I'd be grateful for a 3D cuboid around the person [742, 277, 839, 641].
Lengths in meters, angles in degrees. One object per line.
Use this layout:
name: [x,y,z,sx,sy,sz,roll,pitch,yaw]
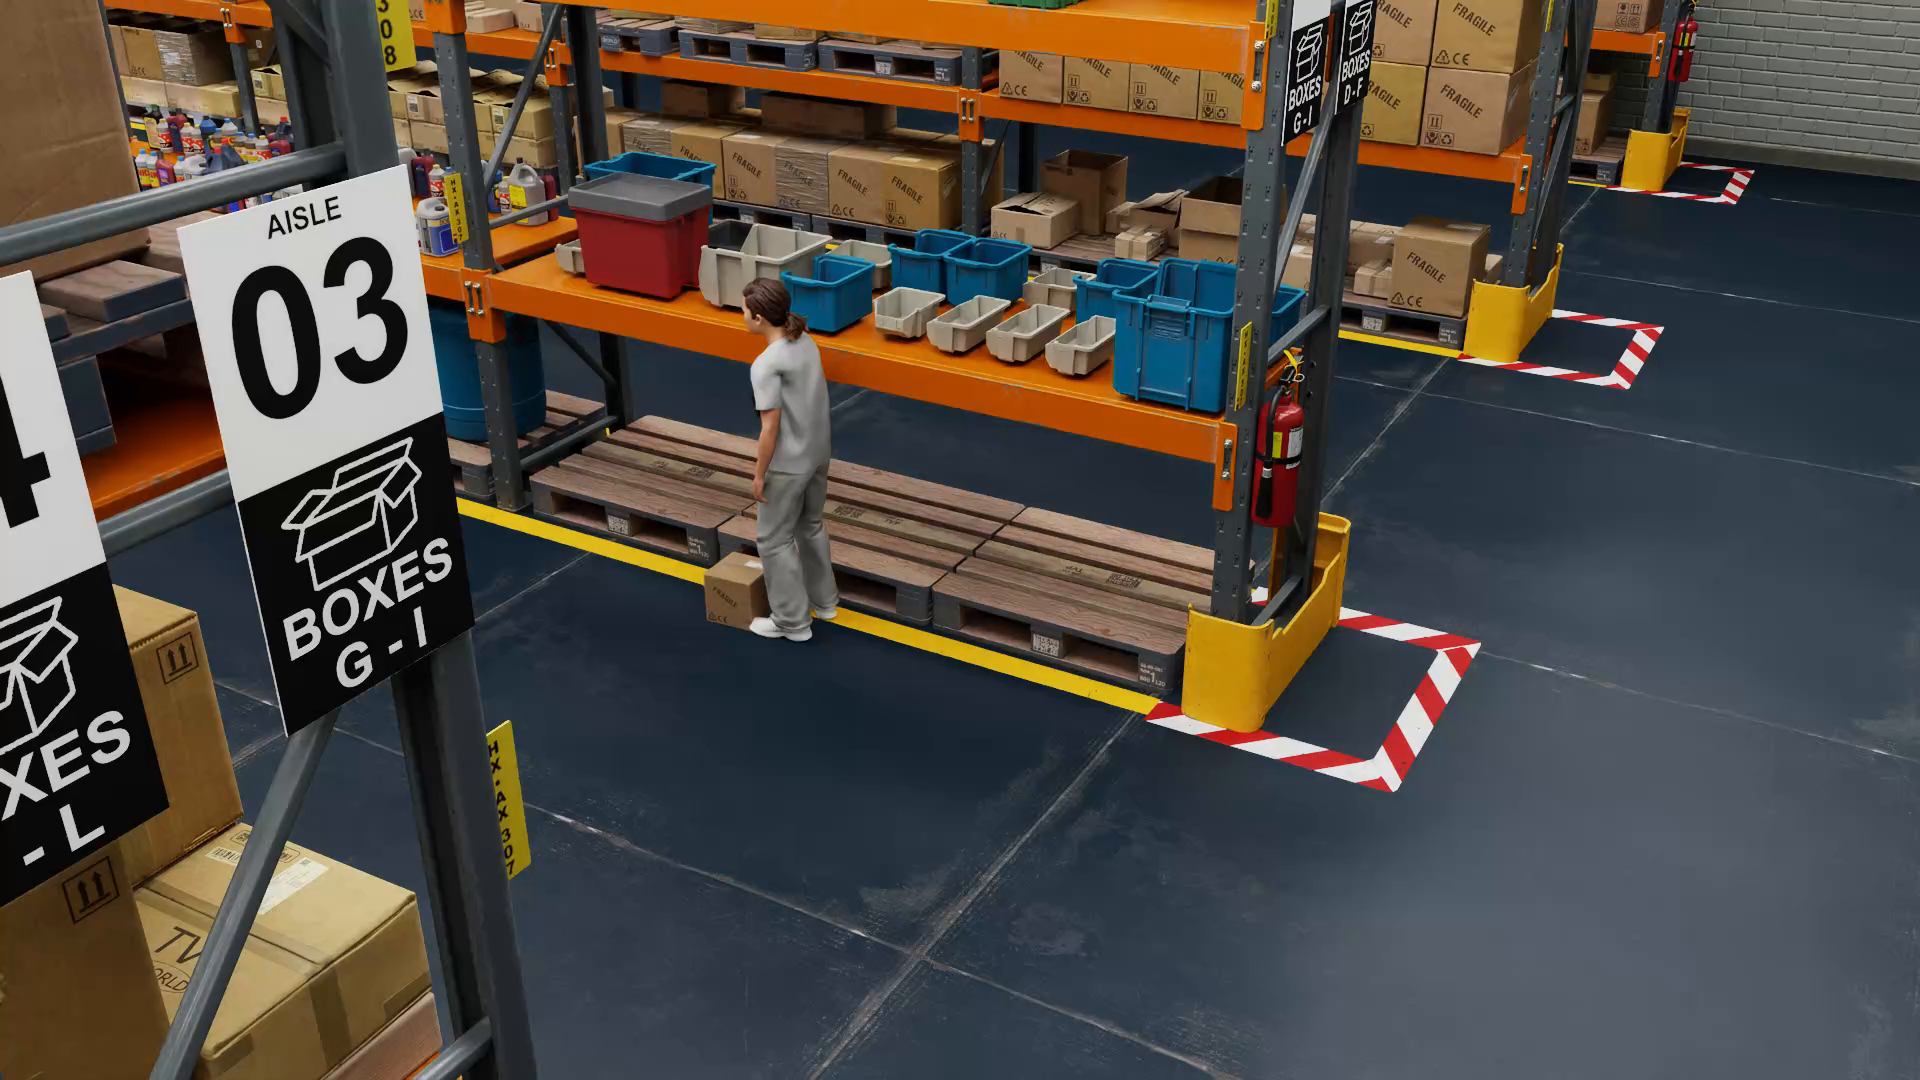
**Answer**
person: [-0.756,-0.349,7.314,0.362,1.672,0.514,12,29,23]
